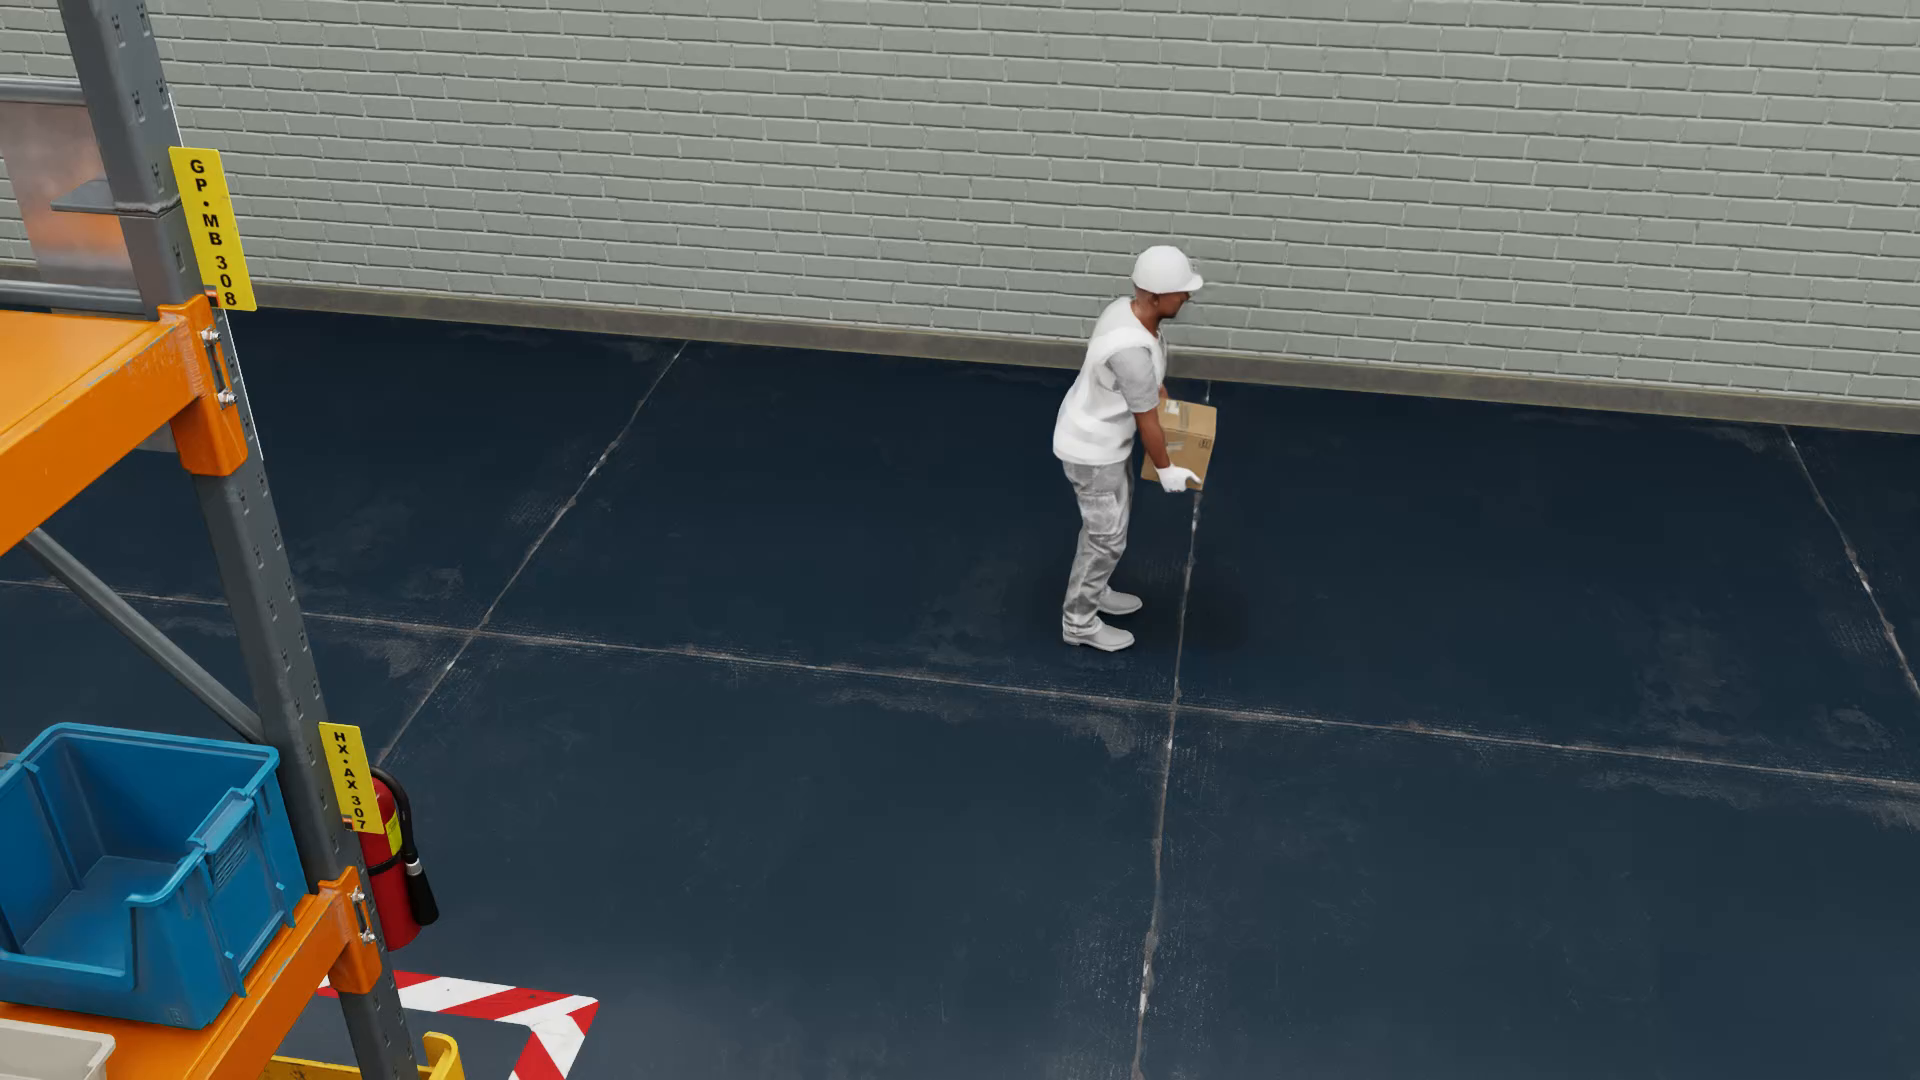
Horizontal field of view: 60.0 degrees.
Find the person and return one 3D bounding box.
[{"bbox_3d":[0.683,-0.374,6.749,0.610,1.744,0.488,5,32,7],"label":"person"}]
